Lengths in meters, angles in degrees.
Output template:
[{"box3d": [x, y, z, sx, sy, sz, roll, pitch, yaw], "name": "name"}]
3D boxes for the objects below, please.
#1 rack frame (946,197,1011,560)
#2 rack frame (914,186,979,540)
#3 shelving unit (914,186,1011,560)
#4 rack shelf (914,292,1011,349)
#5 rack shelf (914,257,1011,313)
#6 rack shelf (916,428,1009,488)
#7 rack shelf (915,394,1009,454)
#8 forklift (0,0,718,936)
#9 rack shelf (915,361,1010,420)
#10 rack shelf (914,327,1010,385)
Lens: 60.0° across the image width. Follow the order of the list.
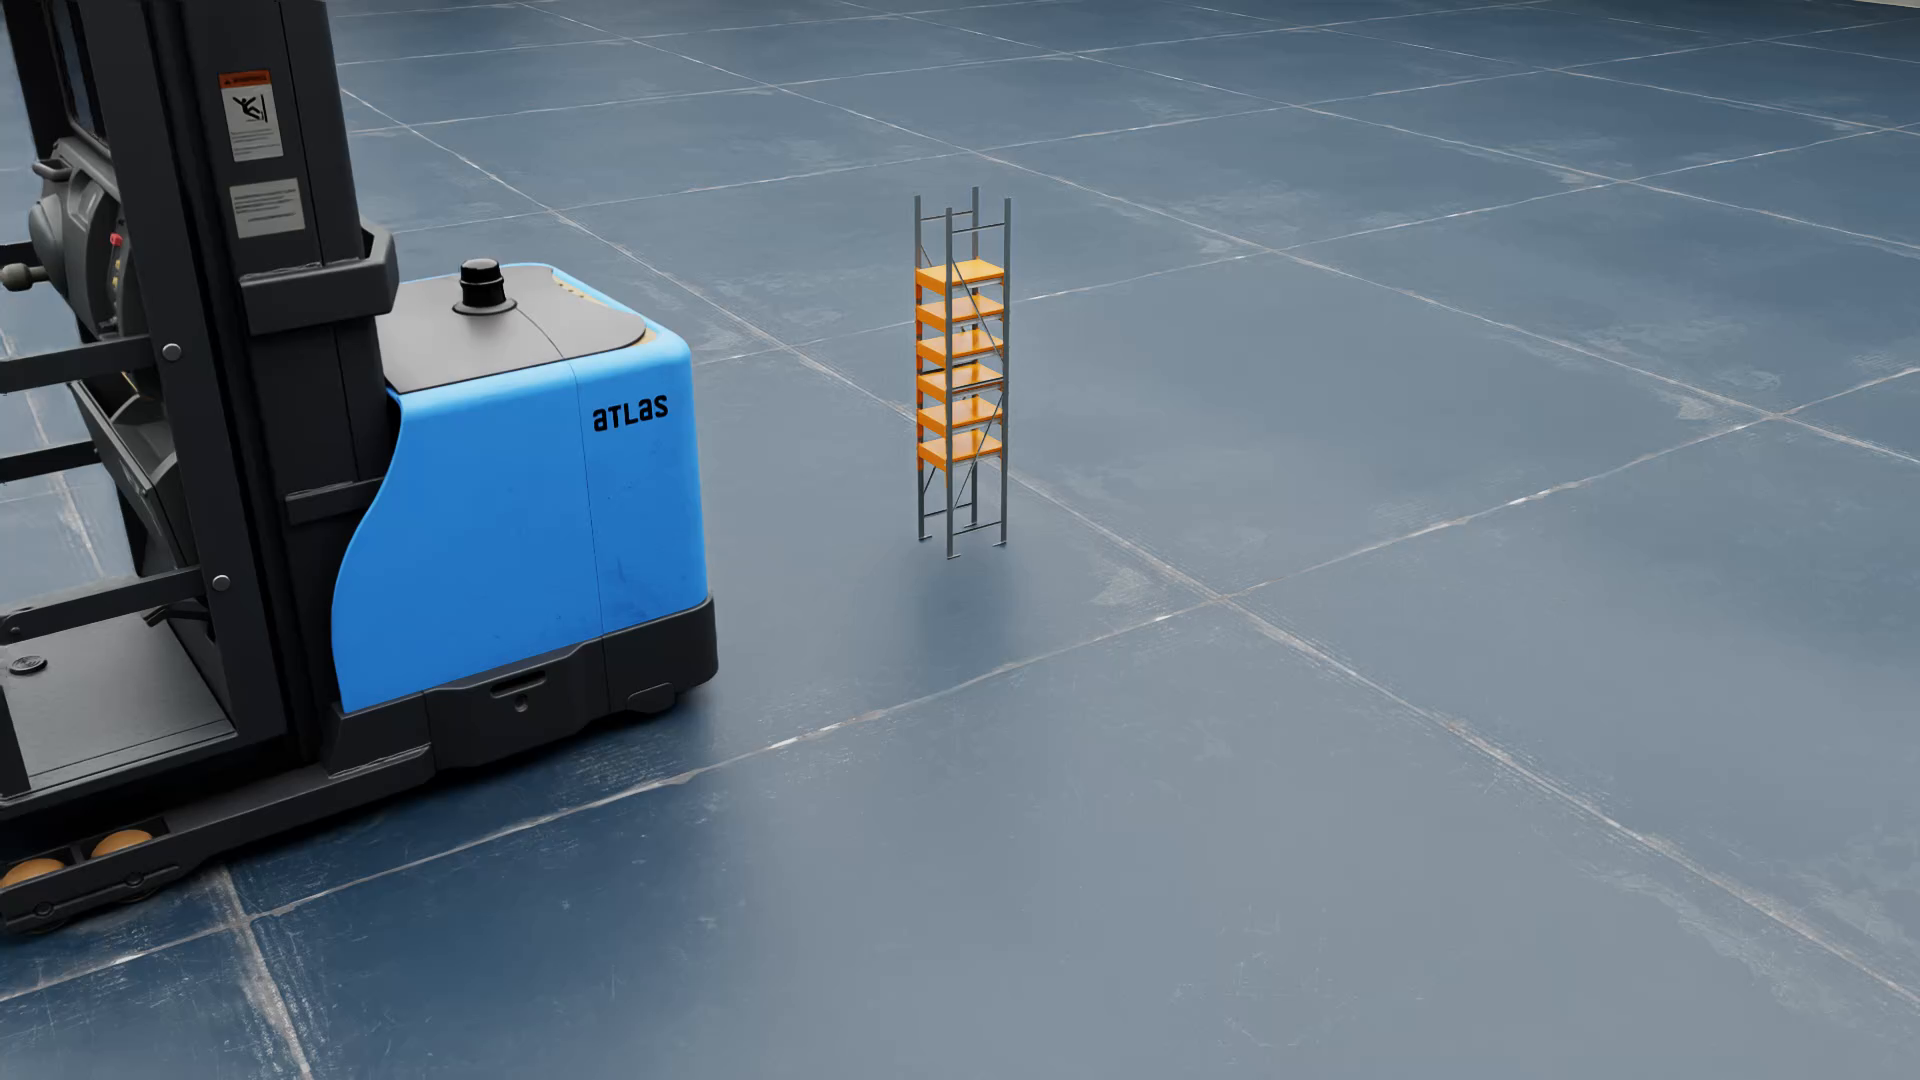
[{"box3d": [0.058, -0.505, 5.414, 0.240, 1.200, 0.006, -16, 29, -30], "name": "rack frame"}, {"box3d": [-0.042, -0.570, 5.552, 0.240, 1.200, 0.006, -16, 29, -30], "name": "rack frame"}, {"box3d": [0.008, -0.537, 5.483, 0.258, 1.200, 0.189, -16, 29, -30], "name": "shelving unit"}, {"box3d": [0.008, -0.714, 5.399, 0.258, 0.103, 0.180, -16, 29, -30], "name": "rack shelf"}, {"box3d": [0.008, -0.823, 5.348, 0.258, 0.103, 0.180, -16, 29, -30], "name": "rack shelf"}, {"box3d": [0.008, -0.280, 5.604, 0.258, 0.103, 0.180, -16, 29, -30], "name": "rack shelf"}, {"box3d": [0.008, -0.389, 5.553, 0.258, 0.103, 0.180, -16, 29, -30], "name": "rack shelf"}, {"box3d": [-2.187, -0.676, 3.749, 3.031, 2.935, 1.130, -17, 30, -32], "name": "forklift"}, {"box3d": [0.008, -0.497, 5.502, 0.258, 0.103, 0.180, -16, 29, -30], "name": "rack shelf"}, {"box3d": [0.008, -0.606, 5.451, 0.258, 0.103, 0.180, -16, 29, -30], "name": "rack shelf"}]
